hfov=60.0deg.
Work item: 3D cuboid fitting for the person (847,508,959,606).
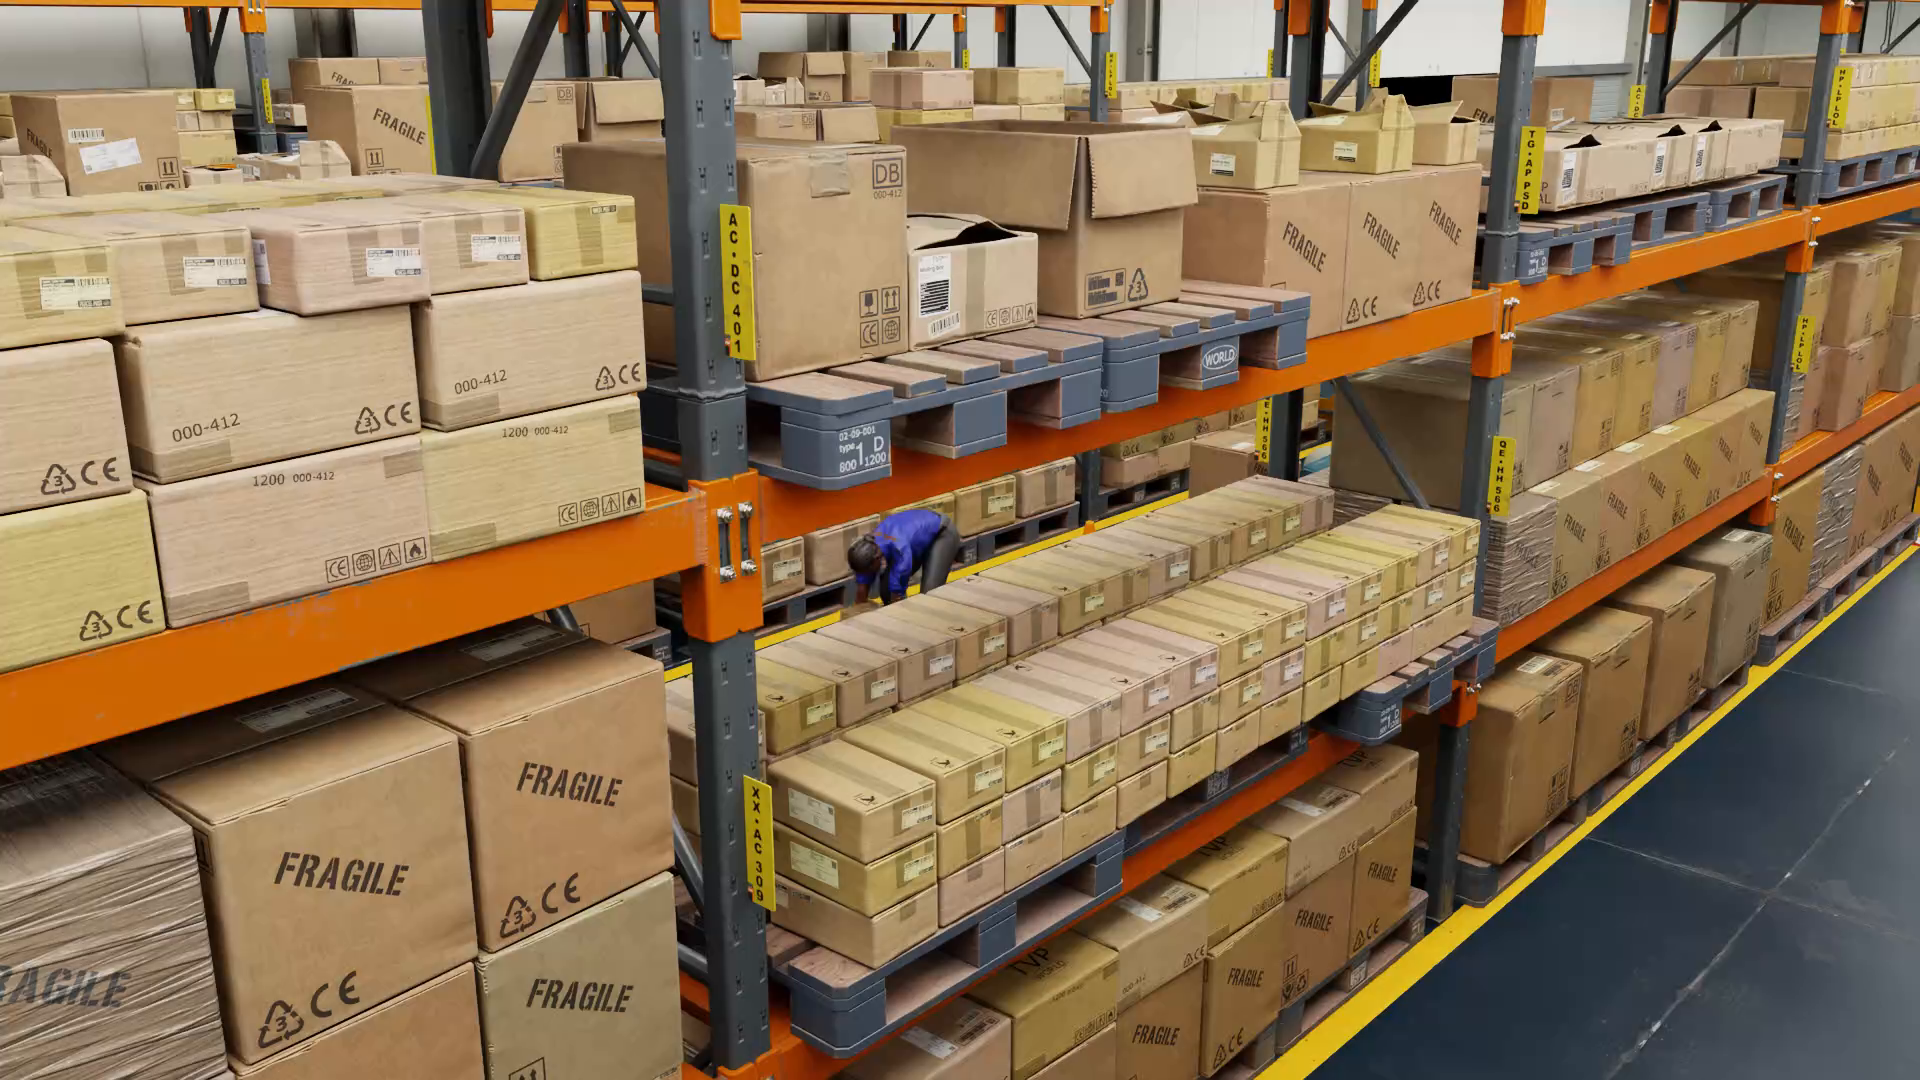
[{"bbox_3d":[-0.365,0.323,10.205,0.446,0.954,0.876,13,22,37],"label":"person"}]
